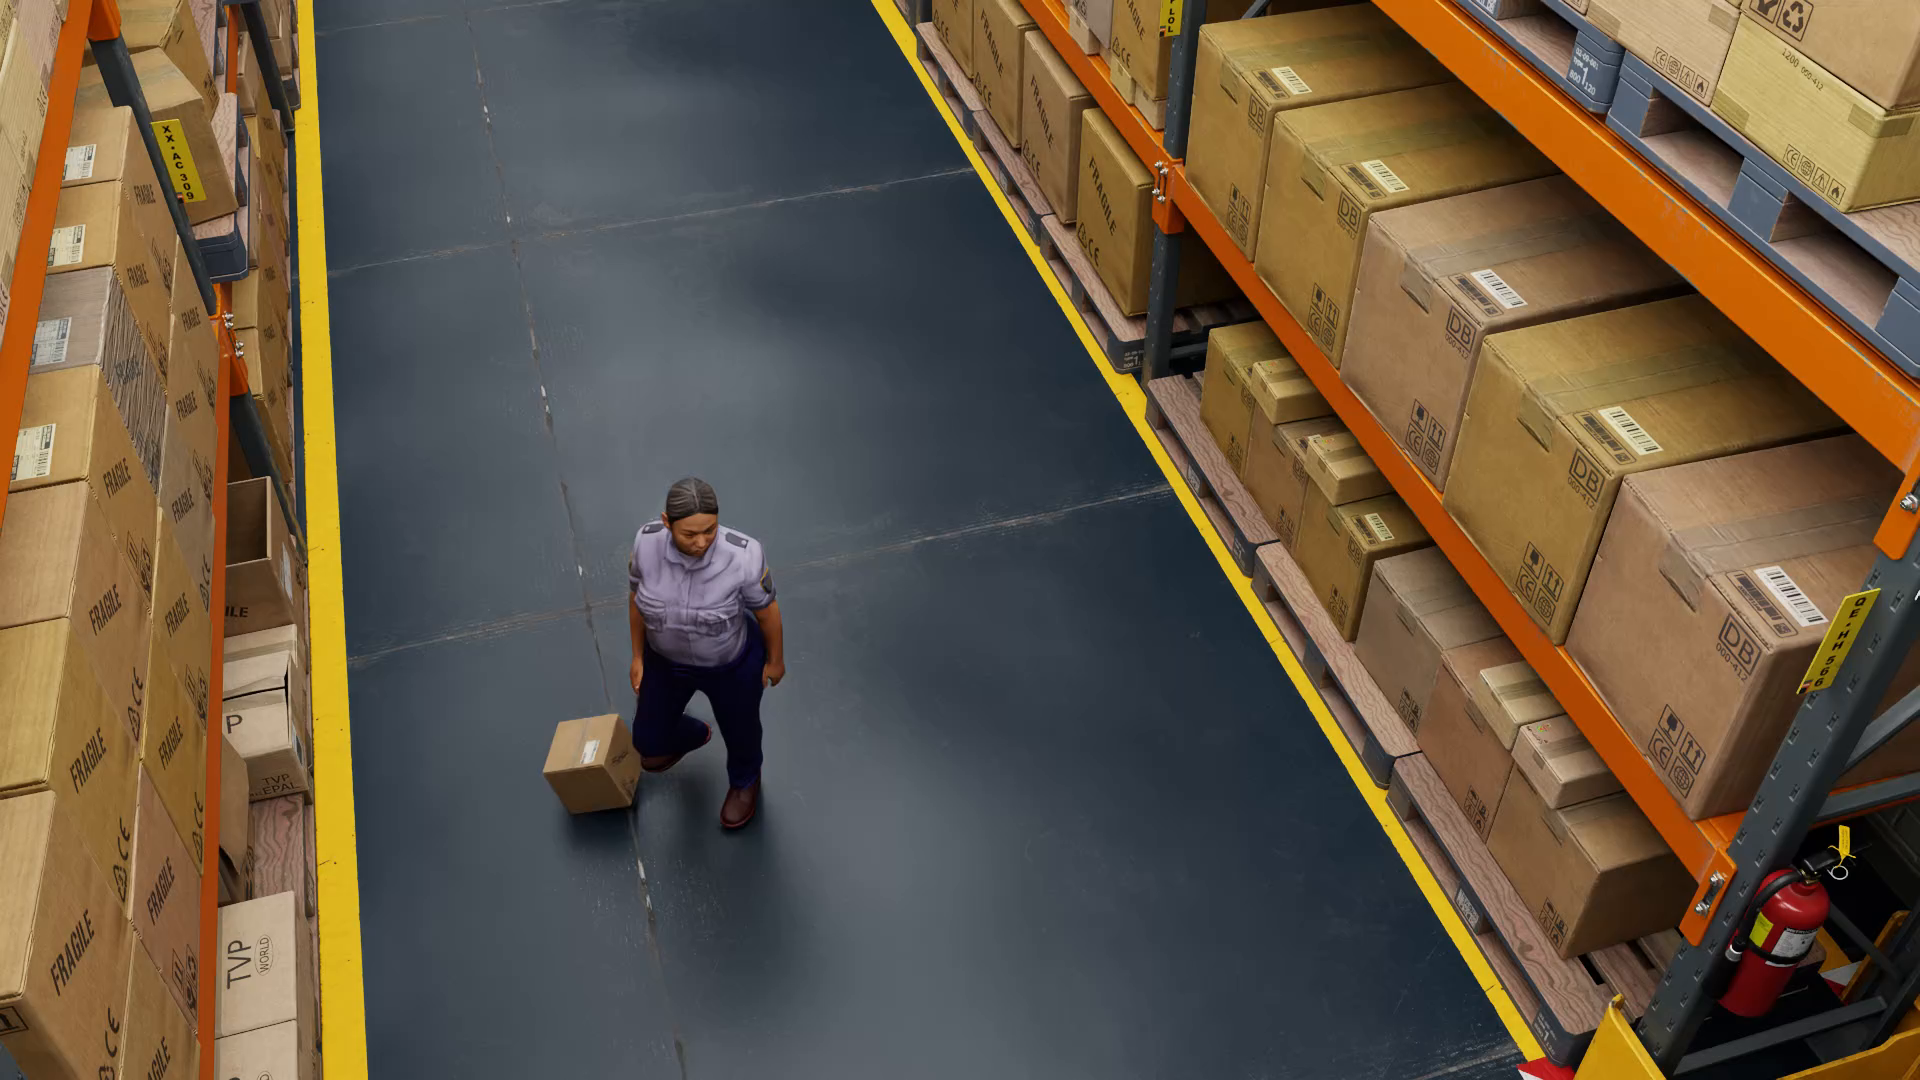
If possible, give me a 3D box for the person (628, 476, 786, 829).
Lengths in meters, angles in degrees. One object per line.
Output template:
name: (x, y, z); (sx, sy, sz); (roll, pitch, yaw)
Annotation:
person: (-0.915, 0.375, 5.737); (0.650, 1.641, 0.449); (8, 43, 8)
